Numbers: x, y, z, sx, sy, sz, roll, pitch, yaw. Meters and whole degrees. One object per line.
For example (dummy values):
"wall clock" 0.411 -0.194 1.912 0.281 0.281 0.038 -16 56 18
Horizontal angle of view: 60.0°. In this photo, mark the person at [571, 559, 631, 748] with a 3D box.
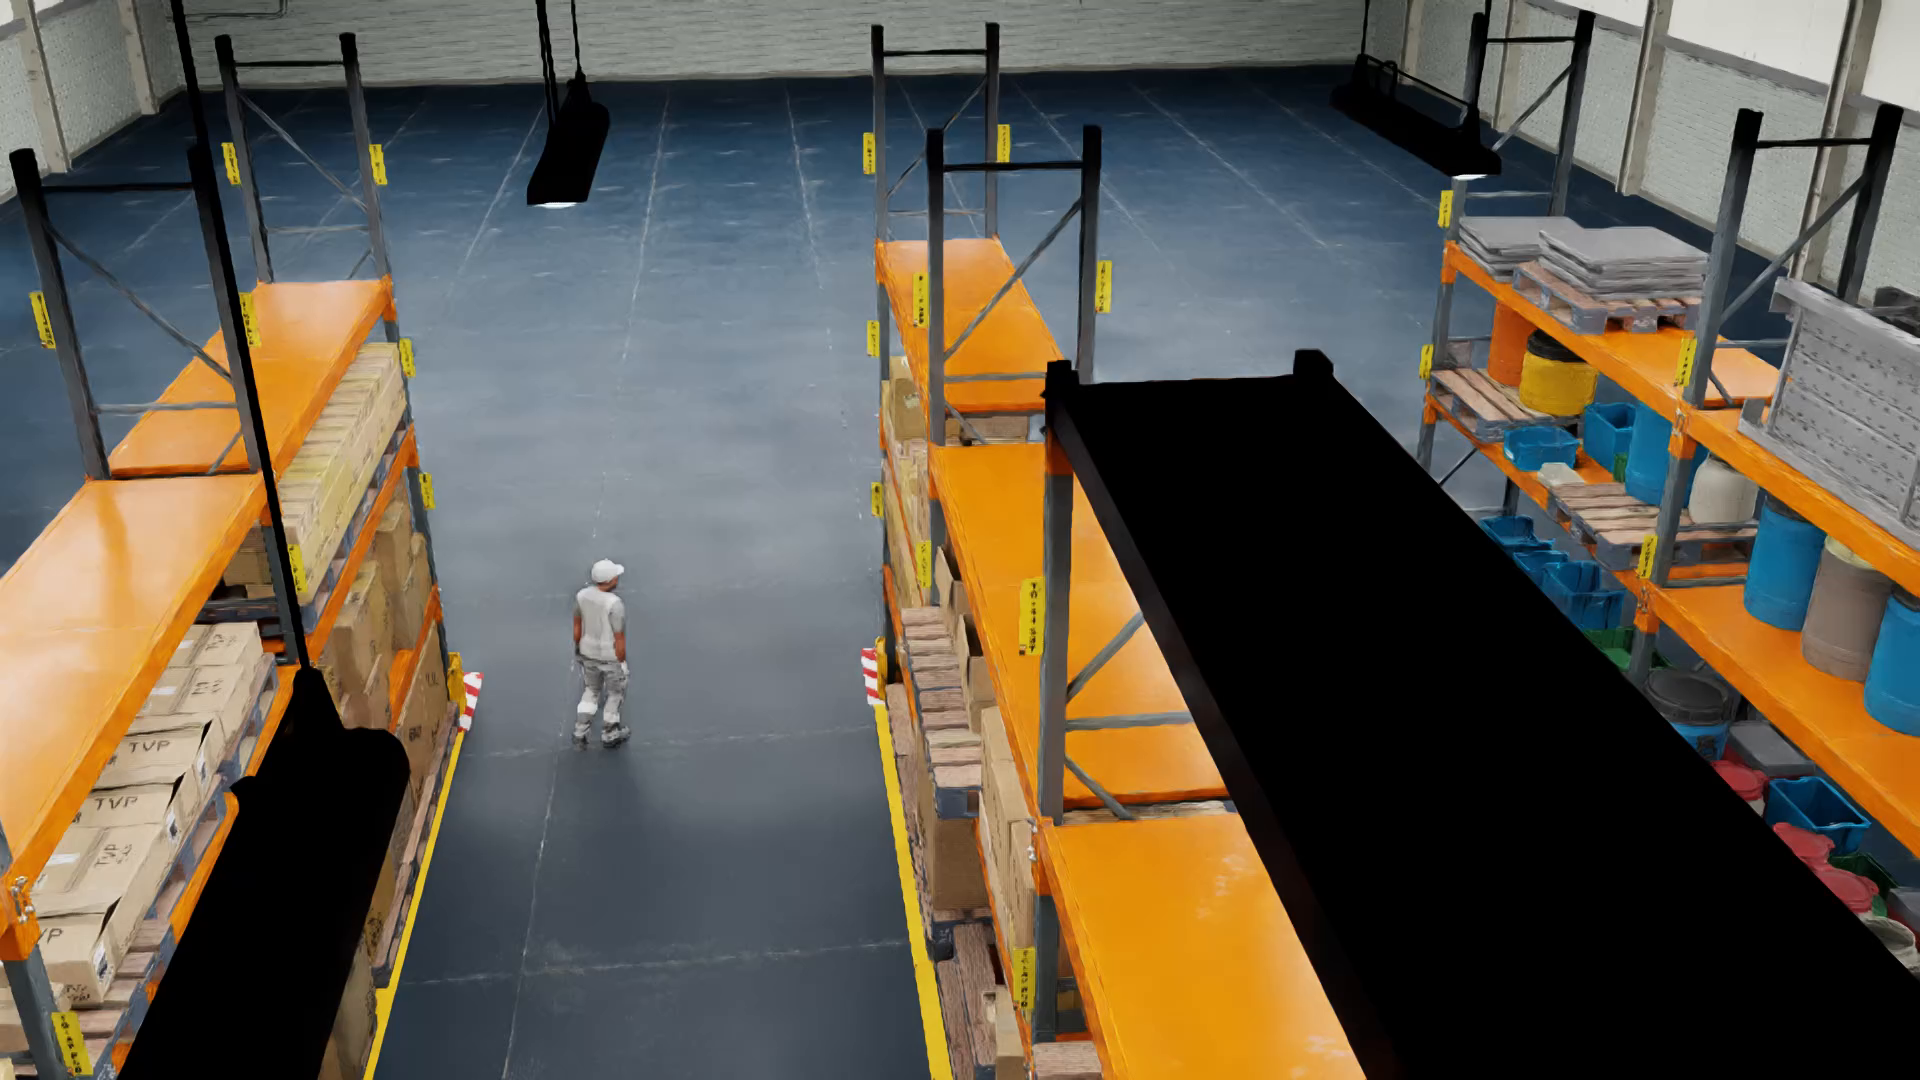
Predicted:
"person" -3.121 1.011 14.337 0.588 1.776 0.576 13 28 25
